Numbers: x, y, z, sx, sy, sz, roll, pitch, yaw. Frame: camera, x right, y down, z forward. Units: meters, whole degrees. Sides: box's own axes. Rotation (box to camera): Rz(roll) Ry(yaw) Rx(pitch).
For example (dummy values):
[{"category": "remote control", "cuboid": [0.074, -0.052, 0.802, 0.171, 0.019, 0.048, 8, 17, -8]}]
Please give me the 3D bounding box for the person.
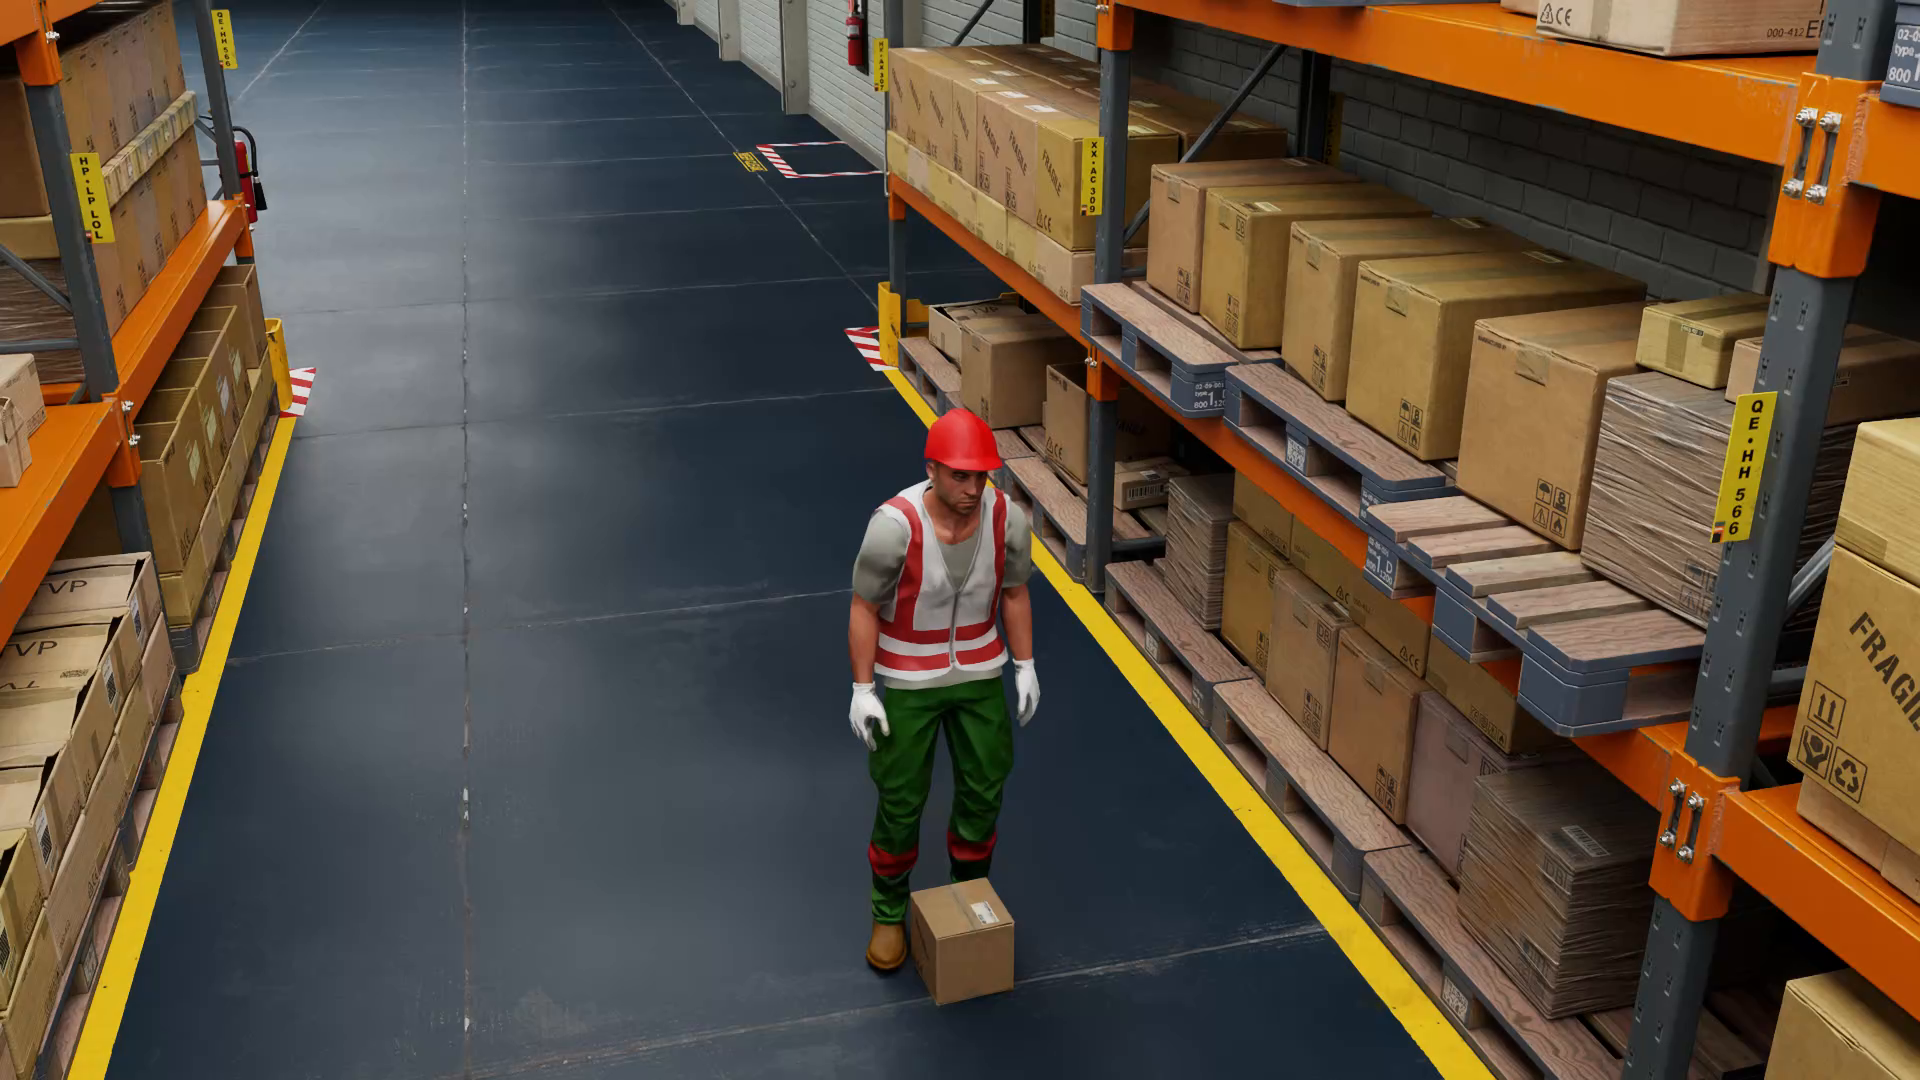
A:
[{"category": "person", "cuboid": [-0.043, 0.443, 5.019, 0.614, 1.778, 0.453, -8, 24, -18]}]
